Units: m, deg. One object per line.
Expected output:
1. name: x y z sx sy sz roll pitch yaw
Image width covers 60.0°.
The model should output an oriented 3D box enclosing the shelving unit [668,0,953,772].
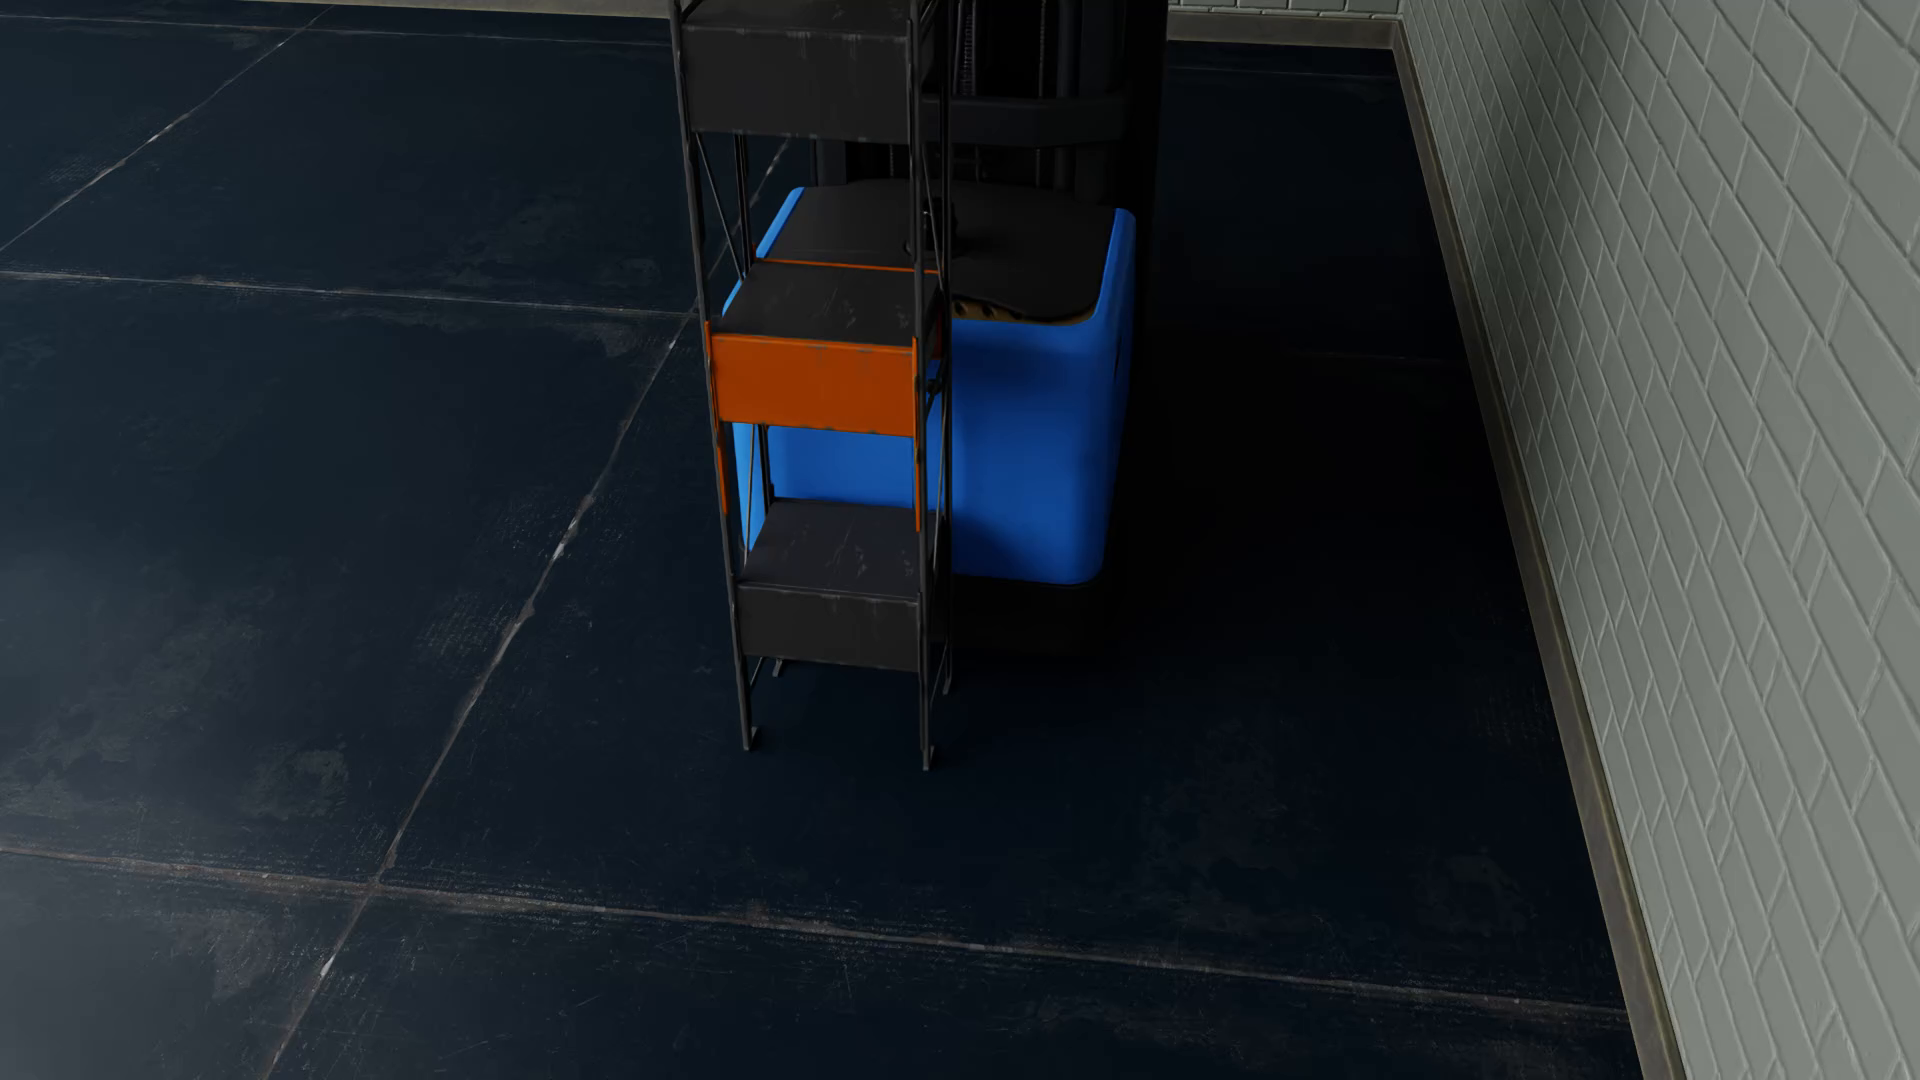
1. shelving unit: -0.299 -0.380 3.975 0.503 2.100 0.431 5 36 7

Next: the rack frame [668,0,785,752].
1. rack frame: -0.540 -0.402 4.006 0.015 2.100 0.400 5 36 7

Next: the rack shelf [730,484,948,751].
1. rack shelf: -0.299 0.201 4.390 0.480 0.518 0.431 5 36 7

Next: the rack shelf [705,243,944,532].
1. rack shelf: -0.299 -0.369 3.983 0.480 0.518 0.431 5 36 7

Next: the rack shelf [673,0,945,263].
1. rack shelf: -0.299 -0.939 3.576 0.480 0.518 0.431 5 36 7

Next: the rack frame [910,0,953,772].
1. rack frame: -0.058 -0.358 3.944 0.015 2.100 0.400 5 36 7

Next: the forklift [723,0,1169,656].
1. forklift: 0.110 -1.716 5.132 1.130 2.935 3.031 5 36 7
